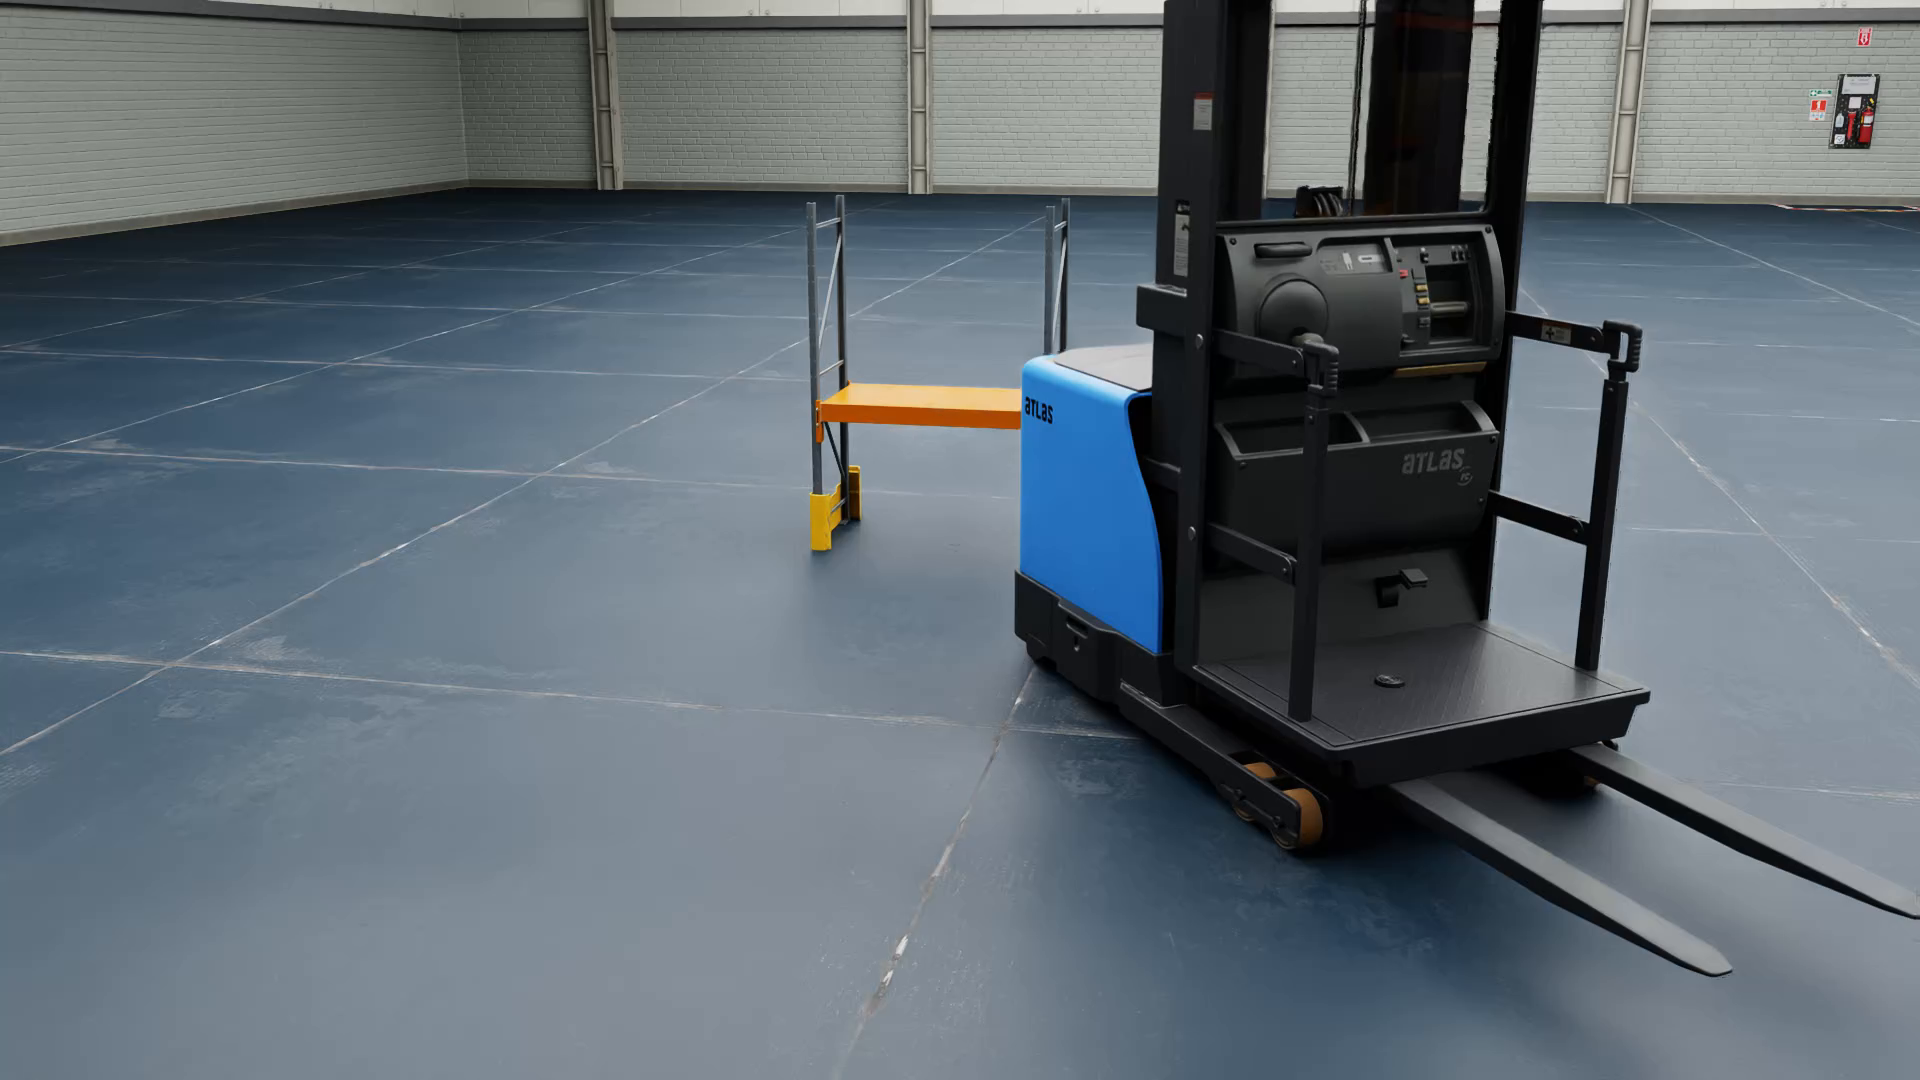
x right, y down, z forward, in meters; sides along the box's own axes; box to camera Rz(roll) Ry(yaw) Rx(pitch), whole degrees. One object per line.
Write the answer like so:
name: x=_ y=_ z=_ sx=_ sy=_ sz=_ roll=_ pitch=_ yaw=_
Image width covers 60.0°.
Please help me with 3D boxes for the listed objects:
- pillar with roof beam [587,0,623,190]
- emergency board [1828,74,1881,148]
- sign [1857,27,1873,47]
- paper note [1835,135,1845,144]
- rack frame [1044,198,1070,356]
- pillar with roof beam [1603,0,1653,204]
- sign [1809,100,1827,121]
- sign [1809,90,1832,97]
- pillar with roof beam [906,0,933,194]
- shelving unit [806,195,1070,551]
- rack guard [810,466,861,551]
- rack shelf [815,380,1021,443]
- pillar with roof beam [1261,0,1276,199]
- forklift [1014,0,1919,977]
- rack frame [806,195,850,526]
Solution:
pillar with roof beam: x=-7.454 y=-9.834 z=26.137 sx=0.400 sy=9.000 sz=9.100 roll=3 pitch=16 yaw=11
emergency board: x=14.508 y=-6.934 z=26.905 sx=0.643 sy=1.169 sz=0.194 roll=3 pitch=16 yaw=11
sign: x=14.520 y=-8.078 z=26.691 sx=0.199 sy=0.298 sz=0.001 roll=3 pitch=16 yaw=11
paper note: x=14.349 y=-6.537 z=27.122 sx=0.142 sy=0.148 sz=0.016 roll=3 pitch=16 yaw=11
rack frame: x=0.415 y=-0.700 z=7.211 sx=0.032 sy=1.500 sz=0.500 roll=3 pitch=16 yaw=11
pillar with roof beam: x=10.185 y=-8.877 z=22.680 sx=0.400 sy=9.000 sz=9.100 roll=3 pitch=16 yaw=11
sign: x=13.987 y=-7.008 z=27.104 sx=0.234 sy=0.329 sz=0.001 roll=3 pitch=16 yaw=11
sign: x=13.990 y=-7.260 z=27.024 sx=0.331 sy=0.109 sz=0.001 roll=3 pitch=16 yaw=11
pillar with roof beam: x=-1.575 y=-9.515 z=24.985 sx=0.400 sy=9.000 sz=9.100 roll=3 pitch=16 yaw=11
shelving unit: x=-0.075 y=-0.727 z=7.306 sx=1.083 sy=1.500 sz=0.587 roll=3 pitch=16 yaw=11
rack guard: x=-0.563 y=-0.151 z=7.569 sx=0.087 sy=0.250 sz=0.587 roll=3 pitch=16 yaw=11
rack shelf: x=-0.084 y=-0.554 z=7.356 sx=1.000 sy=0.185 sz=0.538 roll=3 pitch=16 yaw=11
pillar with roof beam: x=4.305 y=-9.196 z=23.832 sx=0.400 sy=9.000 sz=9.100 roll=3 pitch=16 yaw=11
forklift: x=1.250 y=-0.707 z=4.555 sx=1.130 sy=2.935 sz=3.031 roll=-7 pitch=17 yaw=-23
rack frame: x=-0.582 y=-0.754 z=7.406 sx=0.032 sy=1.500 sz=0.500 roll=3 pitch=16 yaw=11
